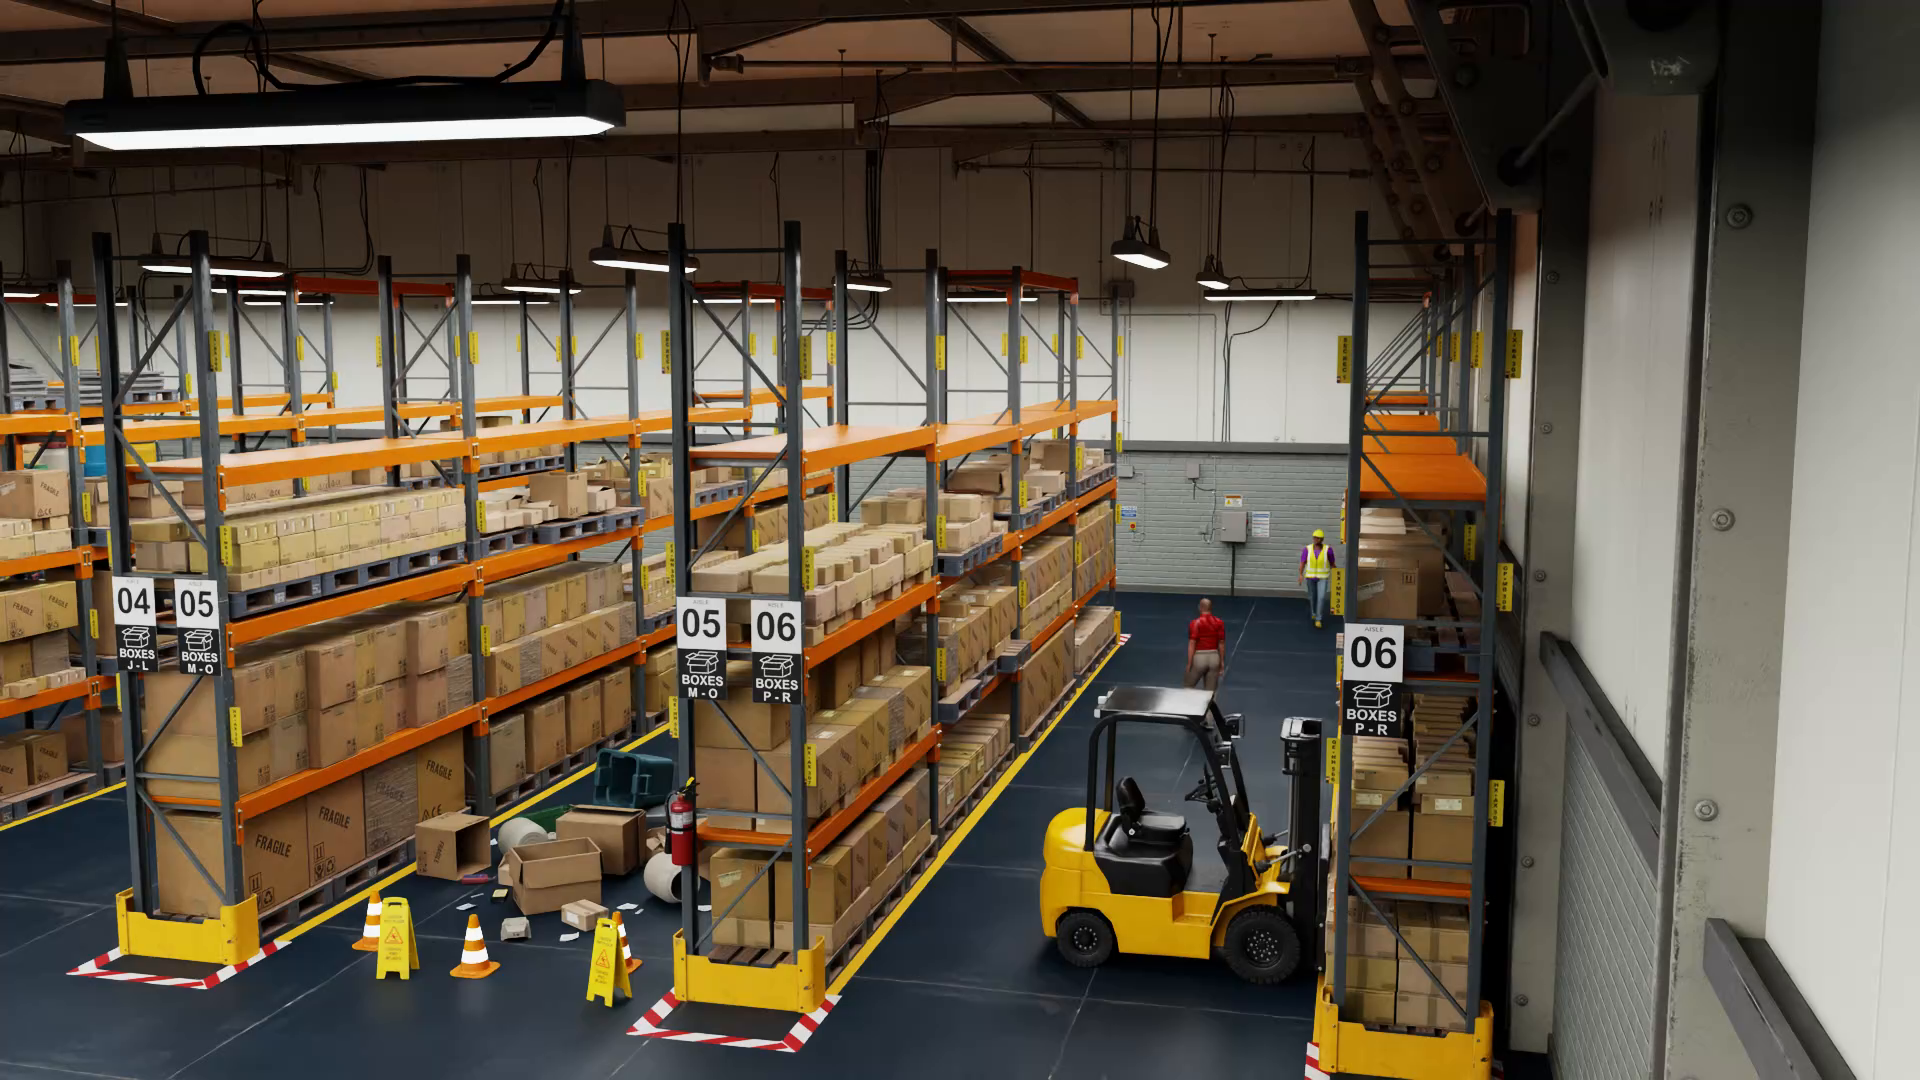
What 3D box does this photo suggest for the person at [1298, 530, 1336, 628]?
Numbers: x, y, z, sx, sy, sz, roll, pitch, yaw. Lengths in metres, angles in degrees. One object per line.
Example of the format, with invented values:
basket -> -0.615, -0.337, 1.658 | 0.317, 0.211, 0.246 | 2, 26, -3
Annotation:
person -> 6.398, 0.665, 29.790 | 0.627, 1.706, 1.071 | 3, 8, 22

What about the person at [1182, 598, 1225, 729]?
person -> 3.233, 1.649, 22.019 | 0.576, 1.767, 0.404 | -2, 7, -18
